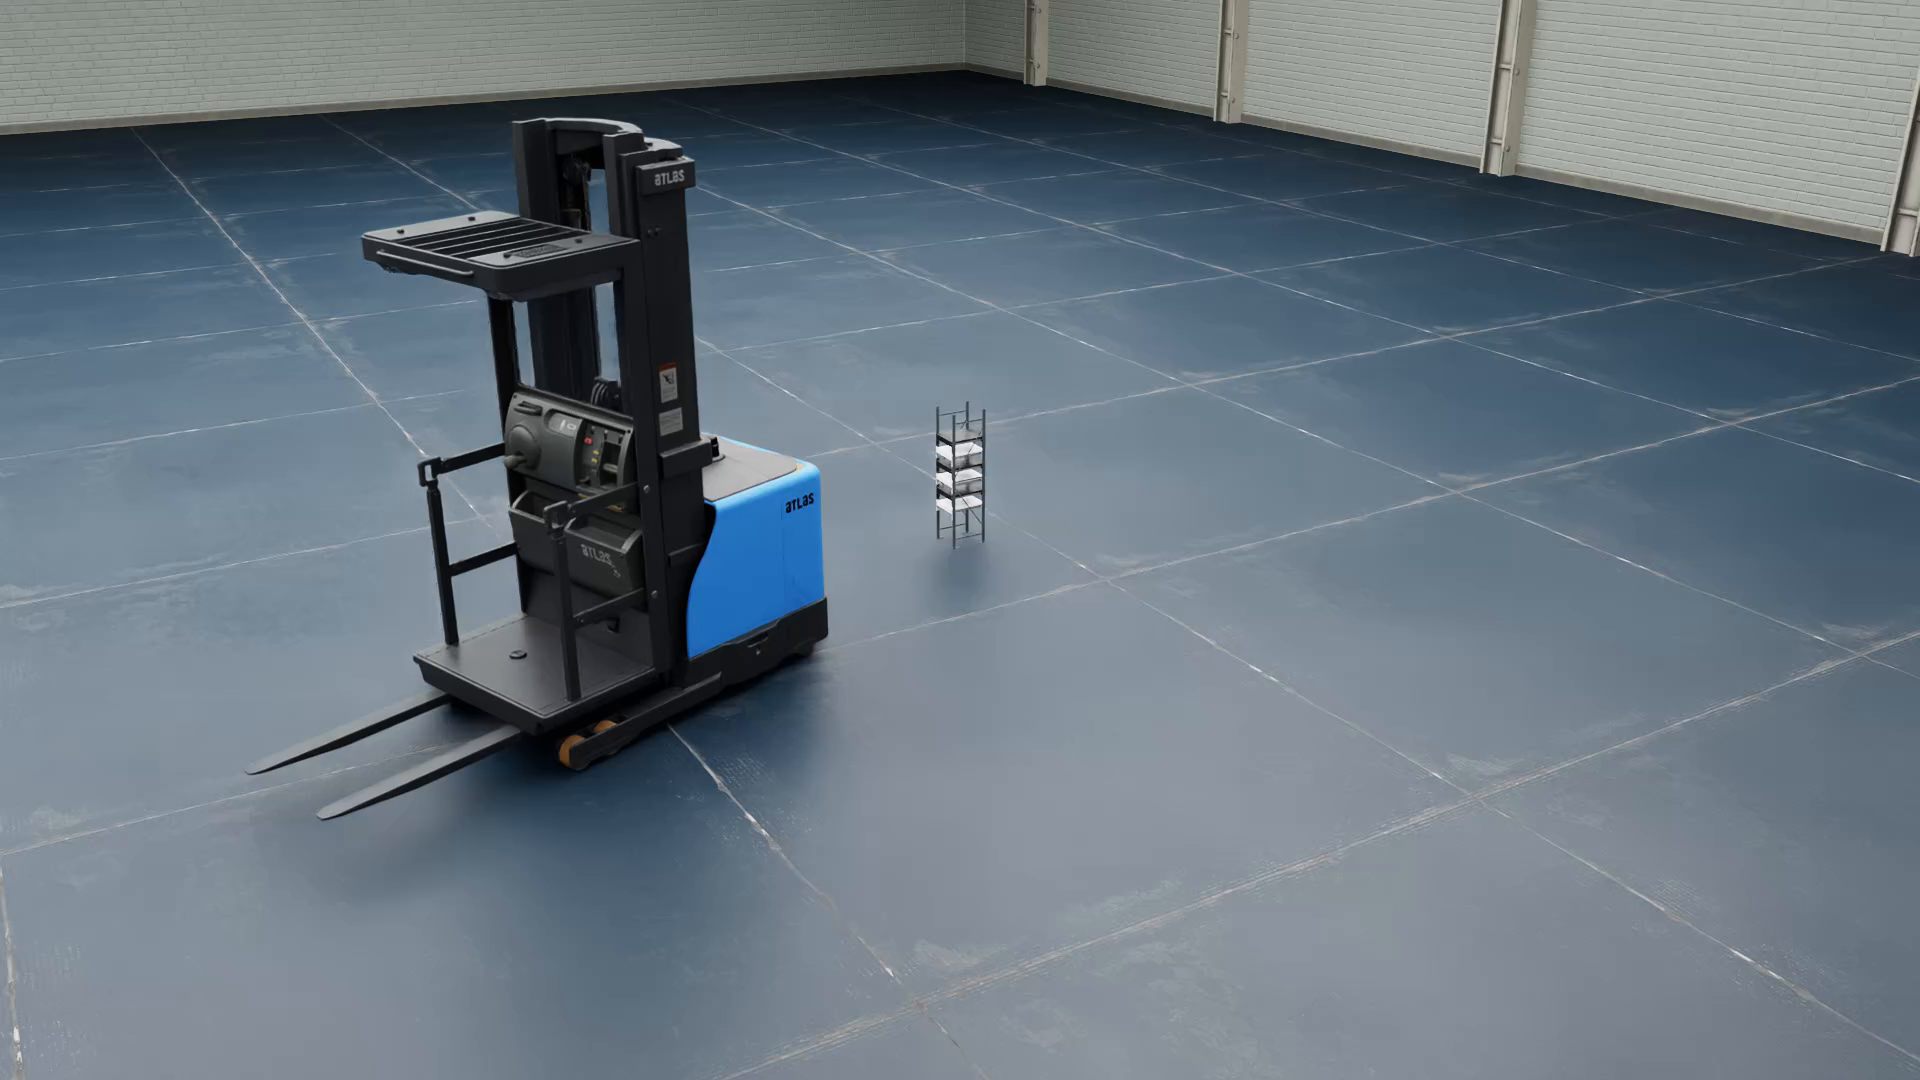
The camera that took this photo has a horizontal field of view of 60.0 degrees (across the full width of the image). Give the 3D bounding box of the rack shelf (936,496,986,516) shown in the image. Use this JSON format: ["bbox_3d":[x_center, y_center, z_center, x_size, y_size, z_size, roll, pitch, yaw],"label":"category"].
[{"bbox_3d":[0.004,-0.217,10.716,0.258,0.077,0.200,-13,25,-28],"label":"rack shelf"}]

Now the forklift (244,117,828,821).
[{"bbox_3d":[-2.063,-0.455,8.037,1.130,2.935,3.031,17,28,36],"label":"forklift"}]

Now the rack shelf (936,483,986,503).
[{"bbox_3d":[0.004,-0.300,10.682,0.258,0.077,0.200,-13,25,-28],"label":"rack shelf"}]

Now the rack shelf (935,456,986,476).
[{"bbox_3d":[0.004,-0.467,10.614,0.258,0.077,0.200,-13,25,-28],"label":"rack shelf"}]

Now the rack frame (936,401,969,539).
[{"bbox_3d":[-0.048,-0.447,10.717,0.240,0.900,0.006,-13,25,-28],"label":"rack frame"}]

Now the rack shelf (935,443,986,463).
[{"bbox_3d":[0.004,-0.550,10.580,0.258,0.077,0.200,-13,25,-28],"label":"rack shelf"}]

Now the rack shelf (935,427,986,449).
[{"bbox_3d":[0.004,-0.633,10.546,0.258,0.077,0.200,-13,25,-28],"label":"rack shelf"}]

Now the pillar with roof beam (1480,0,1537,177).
[{"bbox_3d":[3.933,-8.545,19.883,9.100,9.000,0.400,-13,25,-28],"label":"pillar with roof beam"}]

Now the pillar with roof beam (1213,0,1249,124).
[{"bbox_3d":[0.868,-10.487,24.661,9.100,9.000,0.400,-13,25,-28],"label":"pillar with roof beam"}]

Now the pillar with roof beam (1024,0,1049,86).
[{"bbox_3d":[-2.197,-12.429,29.440,9.100,9.000,0.400,-13,25,-28],"label":"pillar with roof beam"}]

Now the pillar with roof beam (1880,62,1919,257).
[{"bbox_3d":[6.998,-6.602,15.104,9.100,9.000,0.400,-13,25,-28],"label":"pillar with roof beam"}]

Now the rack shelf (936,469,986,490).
[{"bbox_3d":[0.004,-0.383,10.648,0.258,0.077,0.200,-13,25,-28],"label":"rack shelf"}]

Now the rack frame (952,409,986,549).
[{"bbox_3d":[0.056,-0.381,10.555,0.240,0.900,0.006,-13,25,-28],"label":"rack frame"}]

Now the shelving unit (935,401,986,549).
[{"bbox_3d":[0.004,-0.414,10.636,0.258,0.900,0.210,-13,25,-28],"label":"shelving unit"}]
